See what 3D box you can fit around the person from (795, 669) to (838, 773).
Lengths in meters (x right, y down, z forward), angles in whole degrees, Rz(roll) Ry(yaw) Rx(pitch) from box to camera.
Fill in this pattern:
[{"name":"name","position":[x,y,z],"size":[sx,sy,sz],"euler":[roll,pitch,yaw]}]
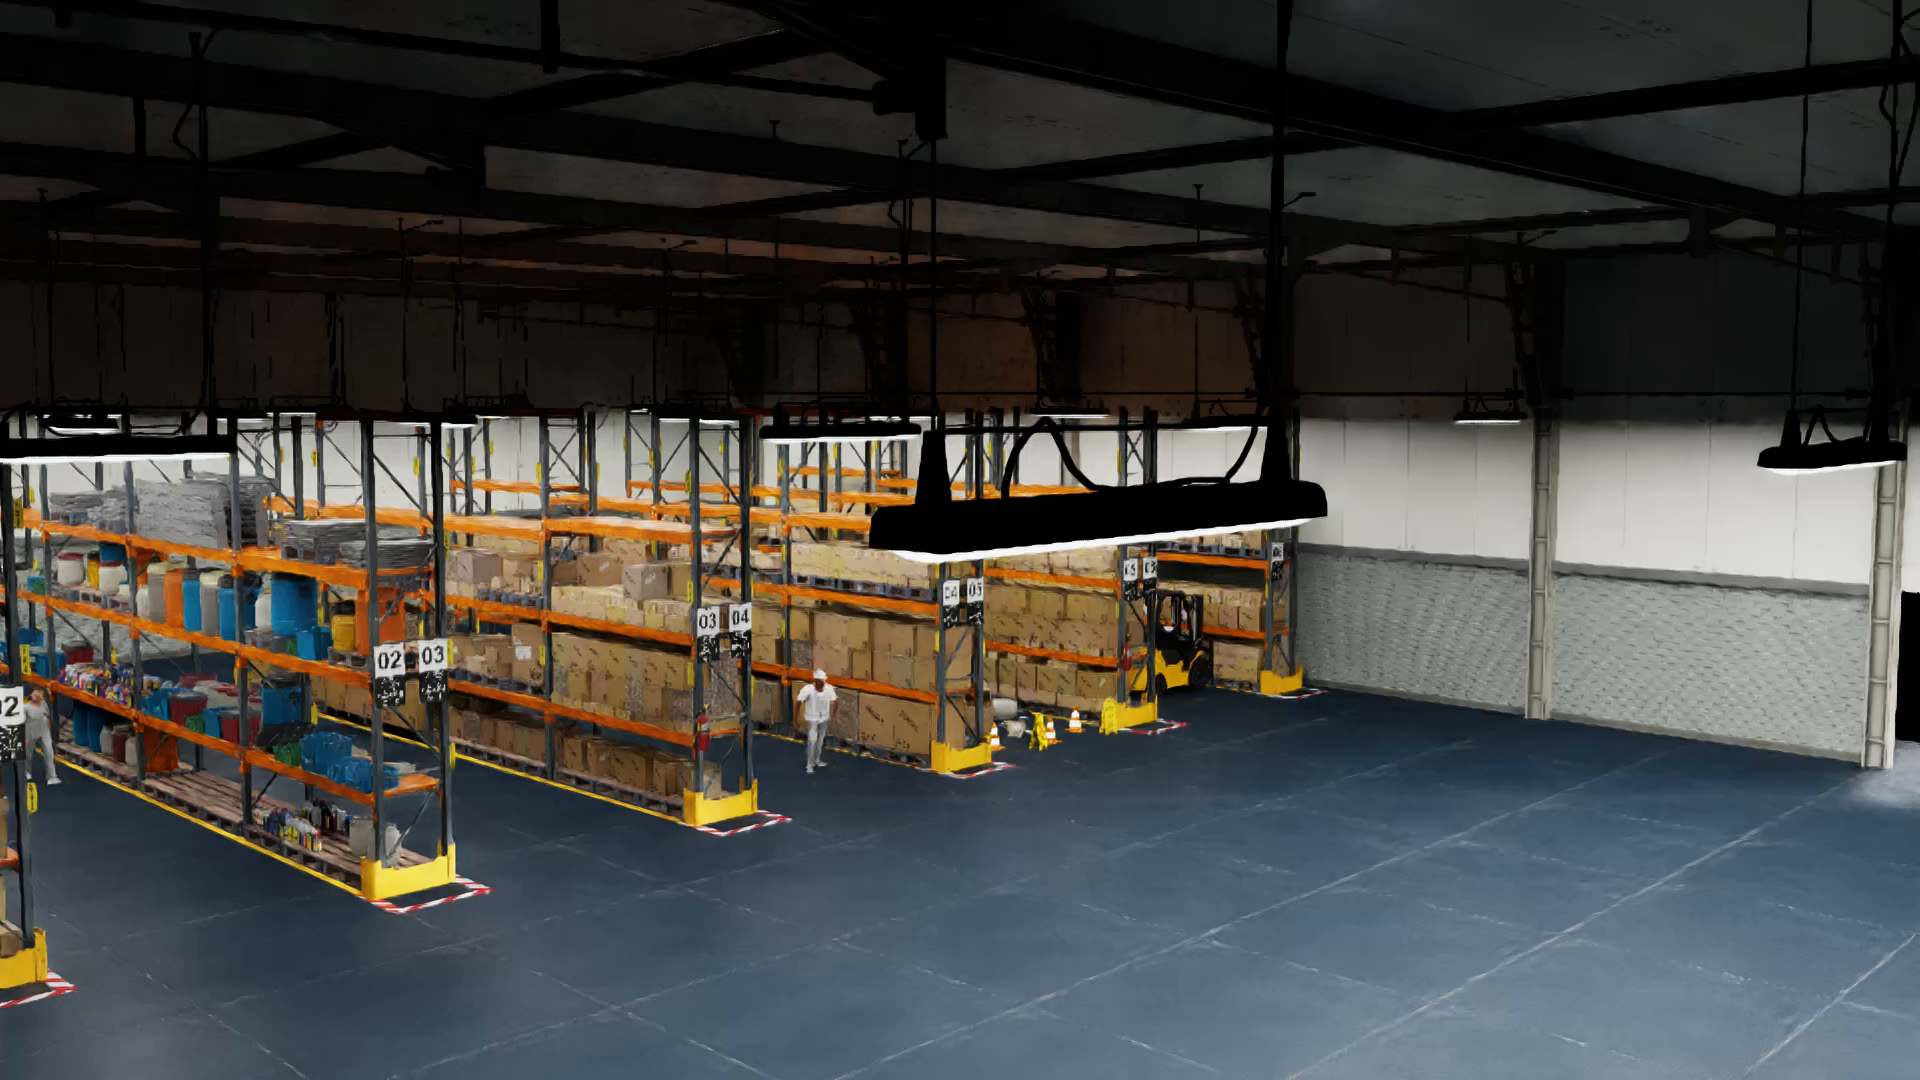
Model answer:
[{"name":"person","position":[-2.398,3.002,27.902],"size":[0.707,1.715,0.744],"euler":[-3,6,-33]}]

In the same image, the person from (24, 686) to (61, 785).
[{"name":"person","position":[-14.944,3.140,26.894],"size":[0.446,1.590,1.110],"euler":[-5,7,-43]}]
